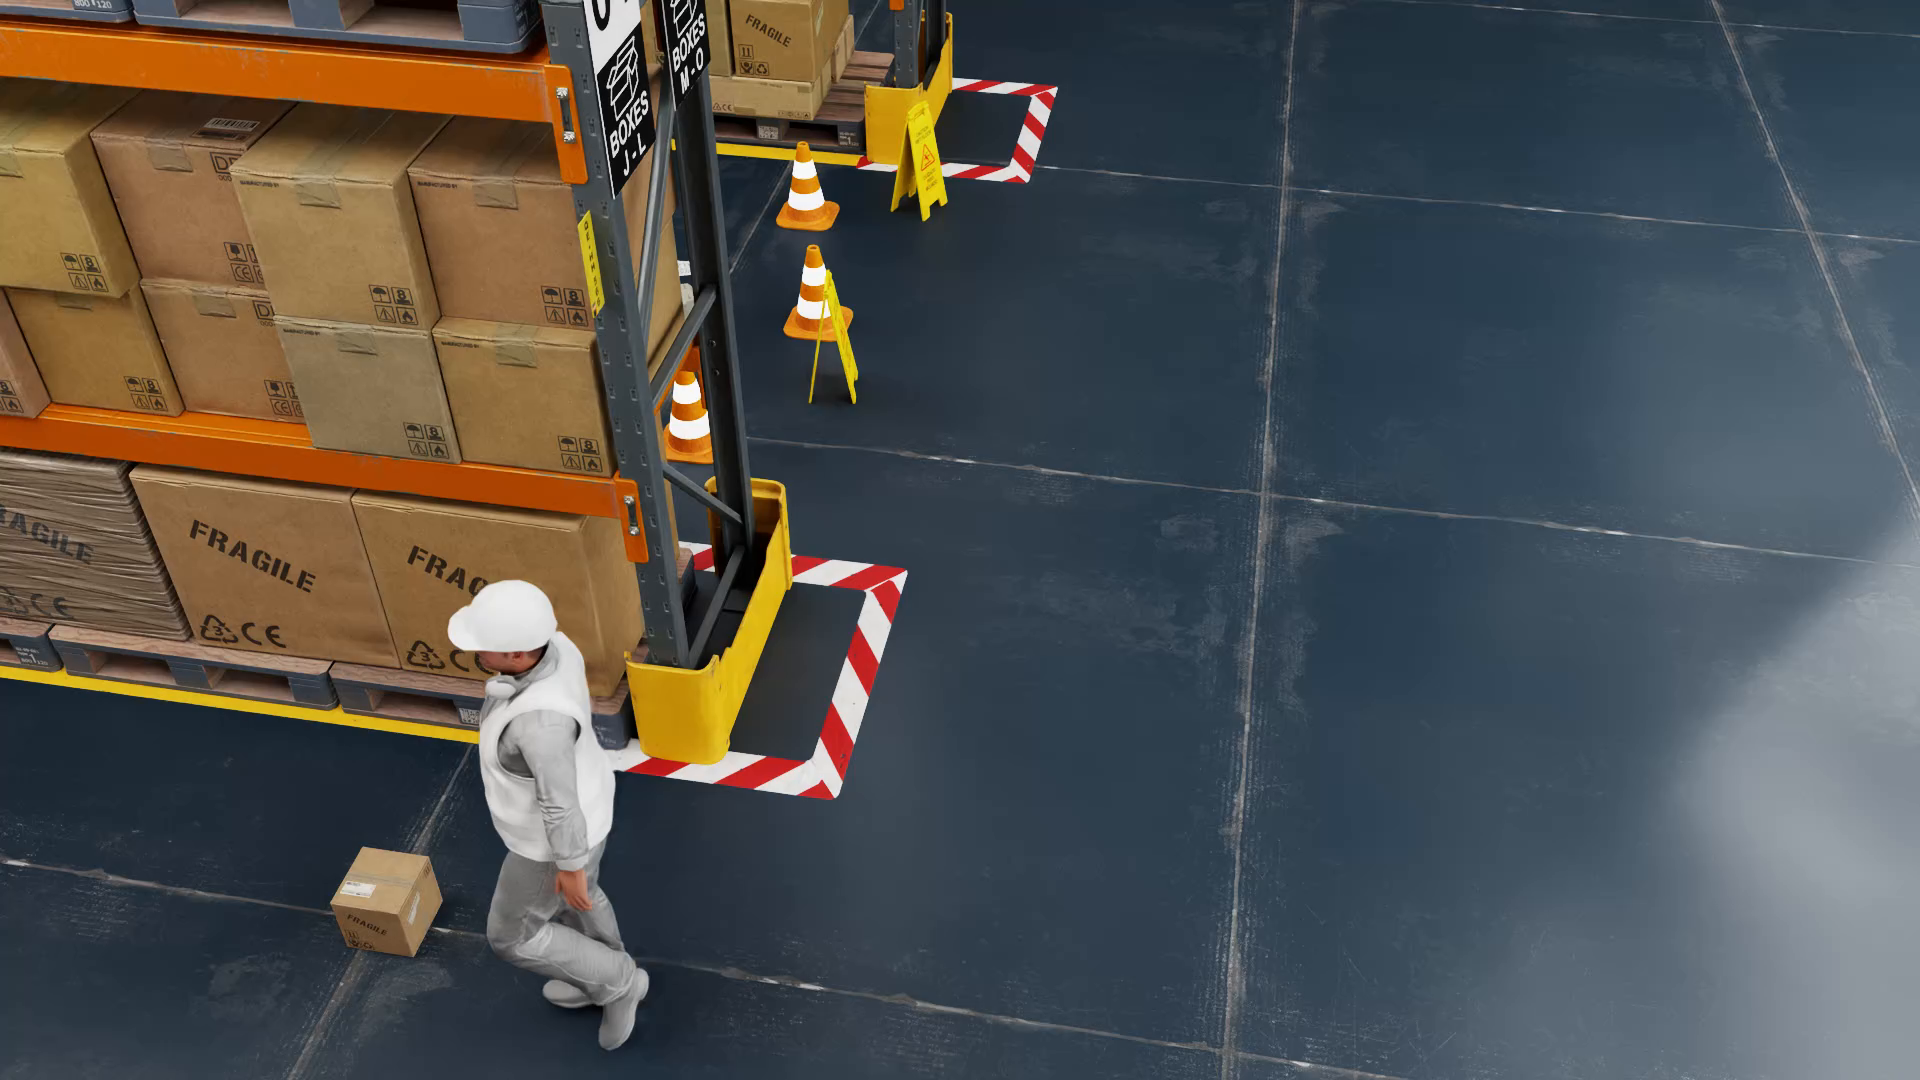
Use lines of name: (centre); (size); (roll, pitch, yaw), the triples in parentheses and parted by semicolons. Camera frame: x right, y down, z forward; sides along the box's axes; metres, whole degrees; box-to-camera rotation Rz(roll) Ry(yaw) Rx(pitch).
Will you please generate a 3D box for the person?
person: (-1.255, 0.840, 5.115); (0.462, 1.767, 0.596); (-3, 40, -3)
